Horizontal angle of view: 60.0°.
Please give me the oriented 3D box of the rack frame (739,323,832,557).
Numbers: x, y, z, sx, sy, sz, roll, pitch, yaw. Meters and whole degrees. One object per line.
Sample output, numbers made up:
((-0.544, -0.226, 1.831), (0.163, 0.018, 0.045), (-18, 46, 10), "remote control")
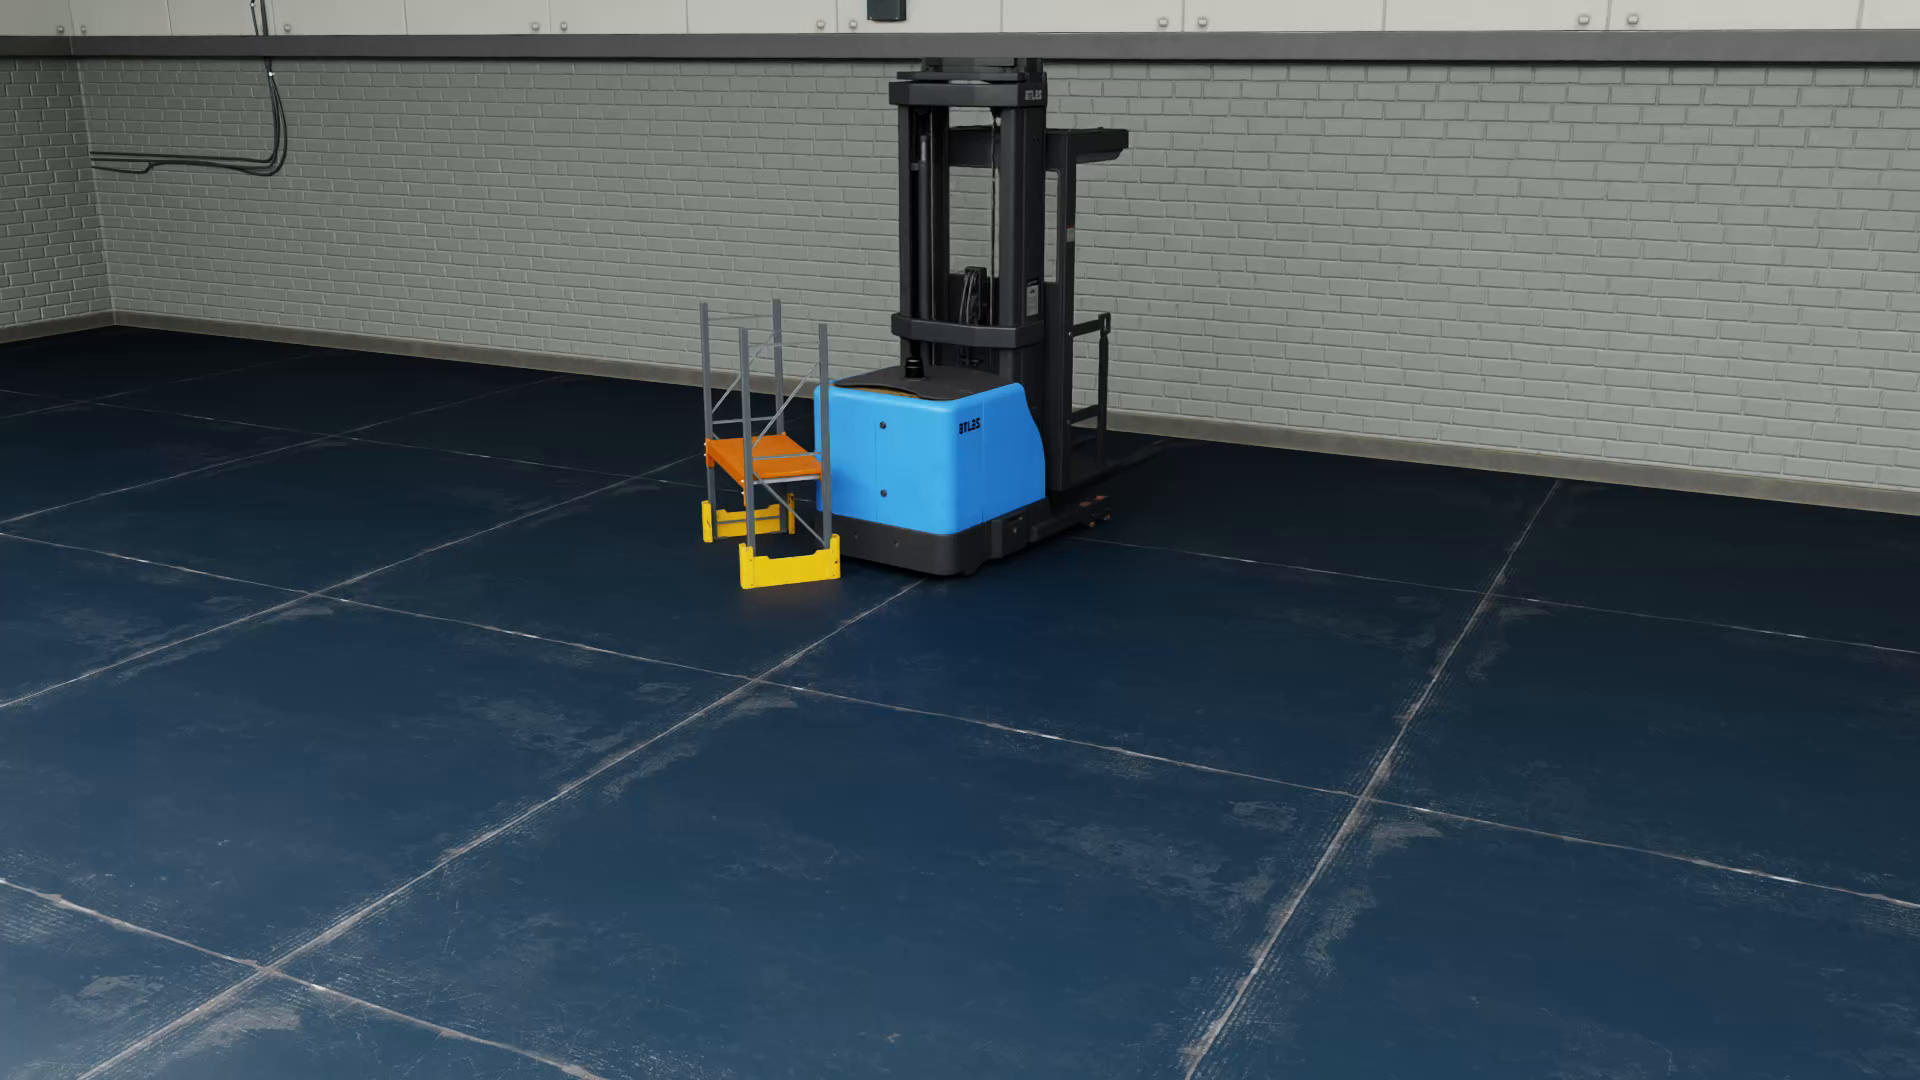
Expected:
((-0.986, -0.476, 9.494), (0.500, 1.500, 0.032), (-6, 18, -20), "rack frame")

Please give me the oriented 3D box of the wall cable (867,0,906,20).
((0.295, -6.955, 12.164), (2.305, 6.003, 0.169), (8, 18, 25), "wall cable")

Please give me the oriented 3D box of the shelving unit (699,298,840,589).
((-1.164, -0.609, 9.941), (0.587, 1.500, 1.083), (-6, 18, -20), "shelving unit")

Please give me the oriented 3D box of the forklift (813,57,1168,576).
((0.366, -1.559, 10.626), (1.130, 2.935, 3.031), (11, 20, 33), "forklift")

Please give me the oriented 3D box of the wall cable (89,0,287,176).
((-8.191, -5.048, 17.171), (3.097, 2.526, 0.112), (8, 18, 25), "wall cable")

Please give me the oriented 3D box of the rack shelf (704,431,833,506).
((-1.167, -0.439, 10.001), (0.538, 0.185, 1.000), (-6, 18, -20), "rack shelf")

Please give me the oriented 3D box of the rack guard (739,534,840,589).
((-0.987, 0.122, 9.673), (0.587, 0.250, 0.087), (-6, 18, -20), "rack guard")

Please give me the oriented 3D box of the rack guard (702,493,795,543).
((-1.341, -0.143, 10.566), (0.587, 0.250, 0.087), (-6, 18, -20), "rack guard")

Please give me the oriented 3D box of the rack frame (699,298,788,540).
((-1.348, -0.747, 10.405), (0.500, 1.500, 0.032), (-6, 18, -20), "rack frame")
